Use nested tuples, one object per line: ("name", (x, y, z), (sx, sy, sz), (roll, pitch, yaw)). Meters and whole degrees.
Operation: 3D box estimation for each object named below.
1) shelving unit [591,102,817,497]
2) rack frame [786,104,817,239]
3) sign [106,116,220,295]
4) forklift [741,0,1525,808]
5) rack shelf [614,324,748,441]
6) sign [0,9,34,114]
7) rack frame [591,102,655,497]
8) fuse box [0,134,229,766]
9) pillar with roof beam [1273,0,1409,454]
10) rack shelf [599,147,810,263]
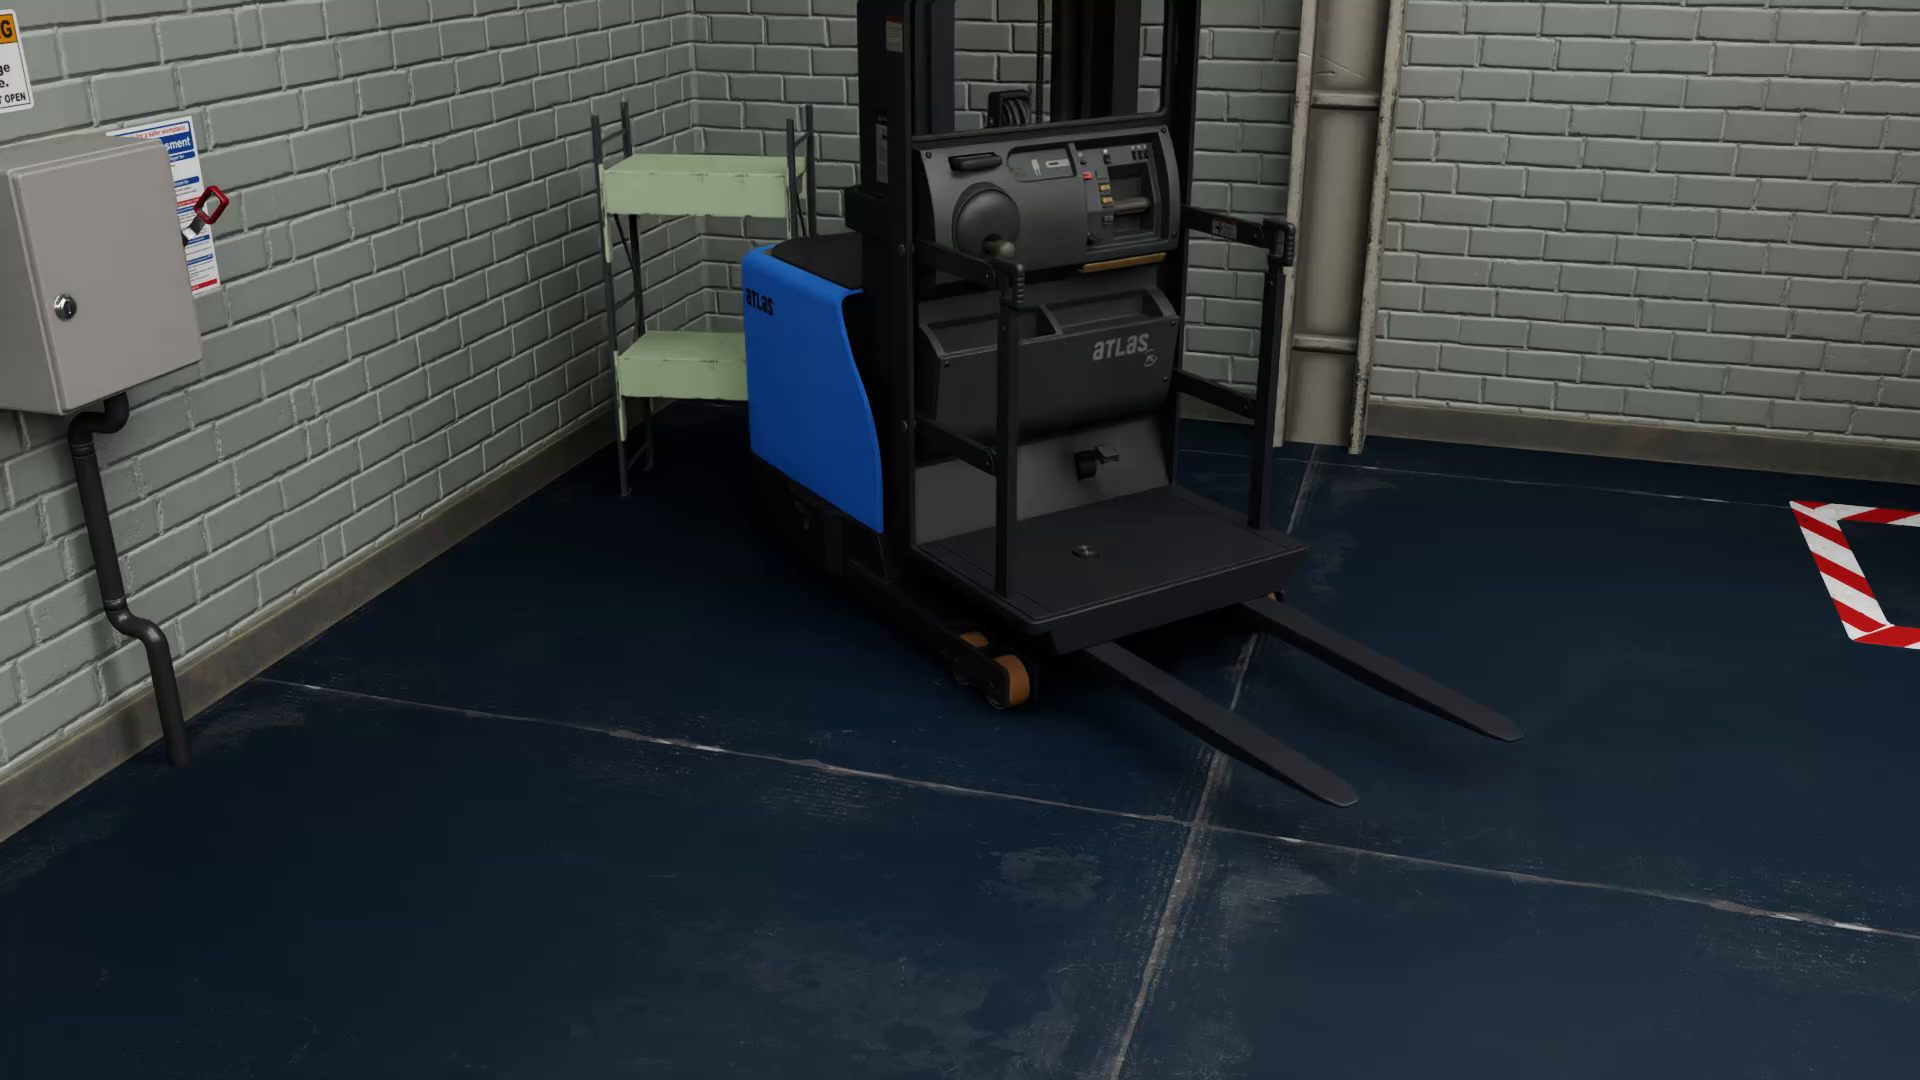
("shelving unit", (-0.964, -0.926, 6.552), (0.755, 1.500, 0.431), (2, 22, 6))
("rack frame", (-0.601, -0.911, 6.514), (0.023, 1.500, 0.400), (2, 22, 6))
("sign", (-2.240, -0.923, 4.692), (0.001, 0.494, 0.329), (7, 23, 16))
("forklift", (0.408, -1.047, 4.960), (1.130, 2.935, 3.031), (-14, 26, -30))
("rack shelf", (-0.964, -0.625, 6.675), (0.720, 0.370, 0.431), (2, 22, 6))
("sign", (-2.399, -1.149, 4.030), (0.001, 0.242, 0.339), (7, 23, 16))
("rack frame", (-1.328, -0.942, 6.590), (0.023, 1.500, 0.400), (2, 22, 6))
("fuse box", (-2.185, -0.168, 4.425), (0.414, 1.711, 0.539), (7, 23, 16))
("pillar with roof beam", (0.340, -3.046, 1.838), (0.400, 9.000, 9.100), (7, 23, 16))
("rack shelf", (-0.964, -1.287, 6.404), (0.720, 0.370, 0.431), (2, 22, 6))
